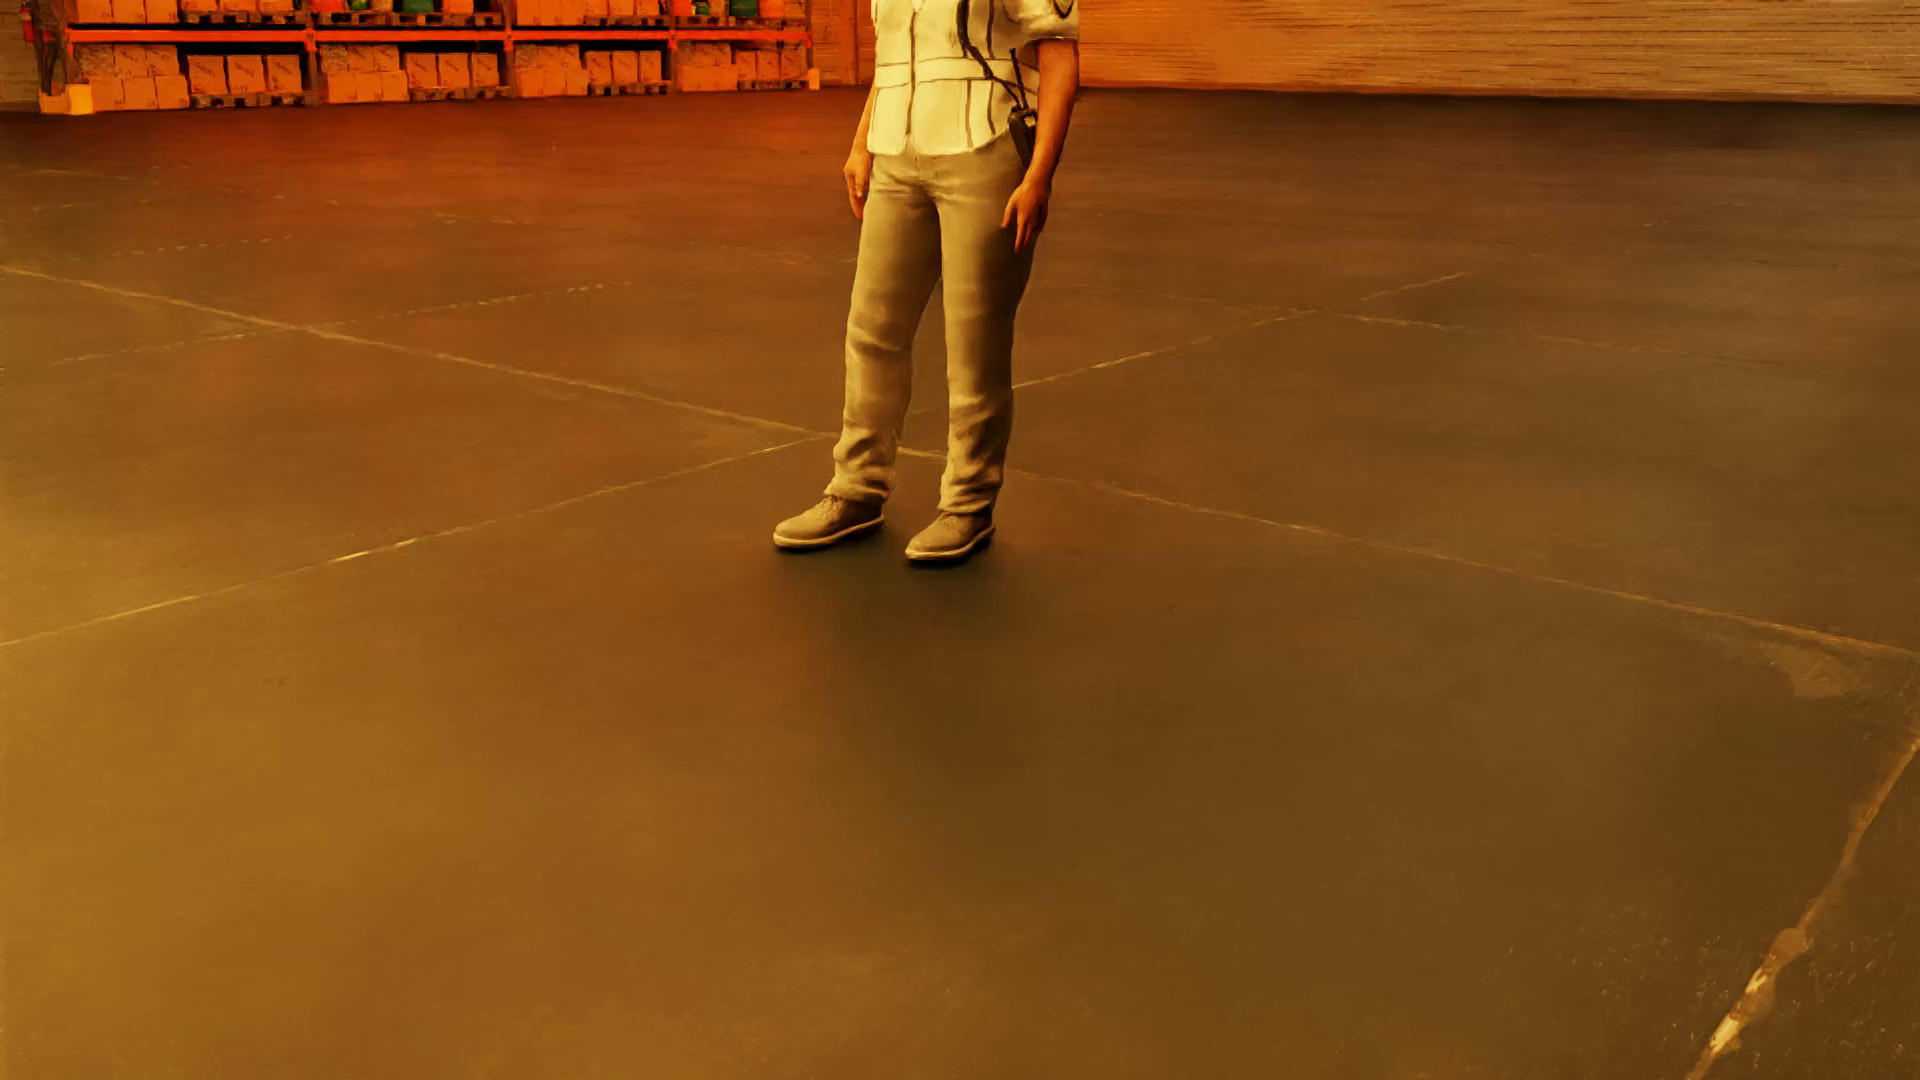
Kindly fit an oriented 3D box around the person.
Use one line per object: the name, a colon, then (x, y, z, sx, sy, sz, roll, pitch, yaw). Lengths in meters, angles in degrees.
person: (-0.066, -0.792, 3.655, 0.598, 1.669, 0.529, 13, 21, 37)
